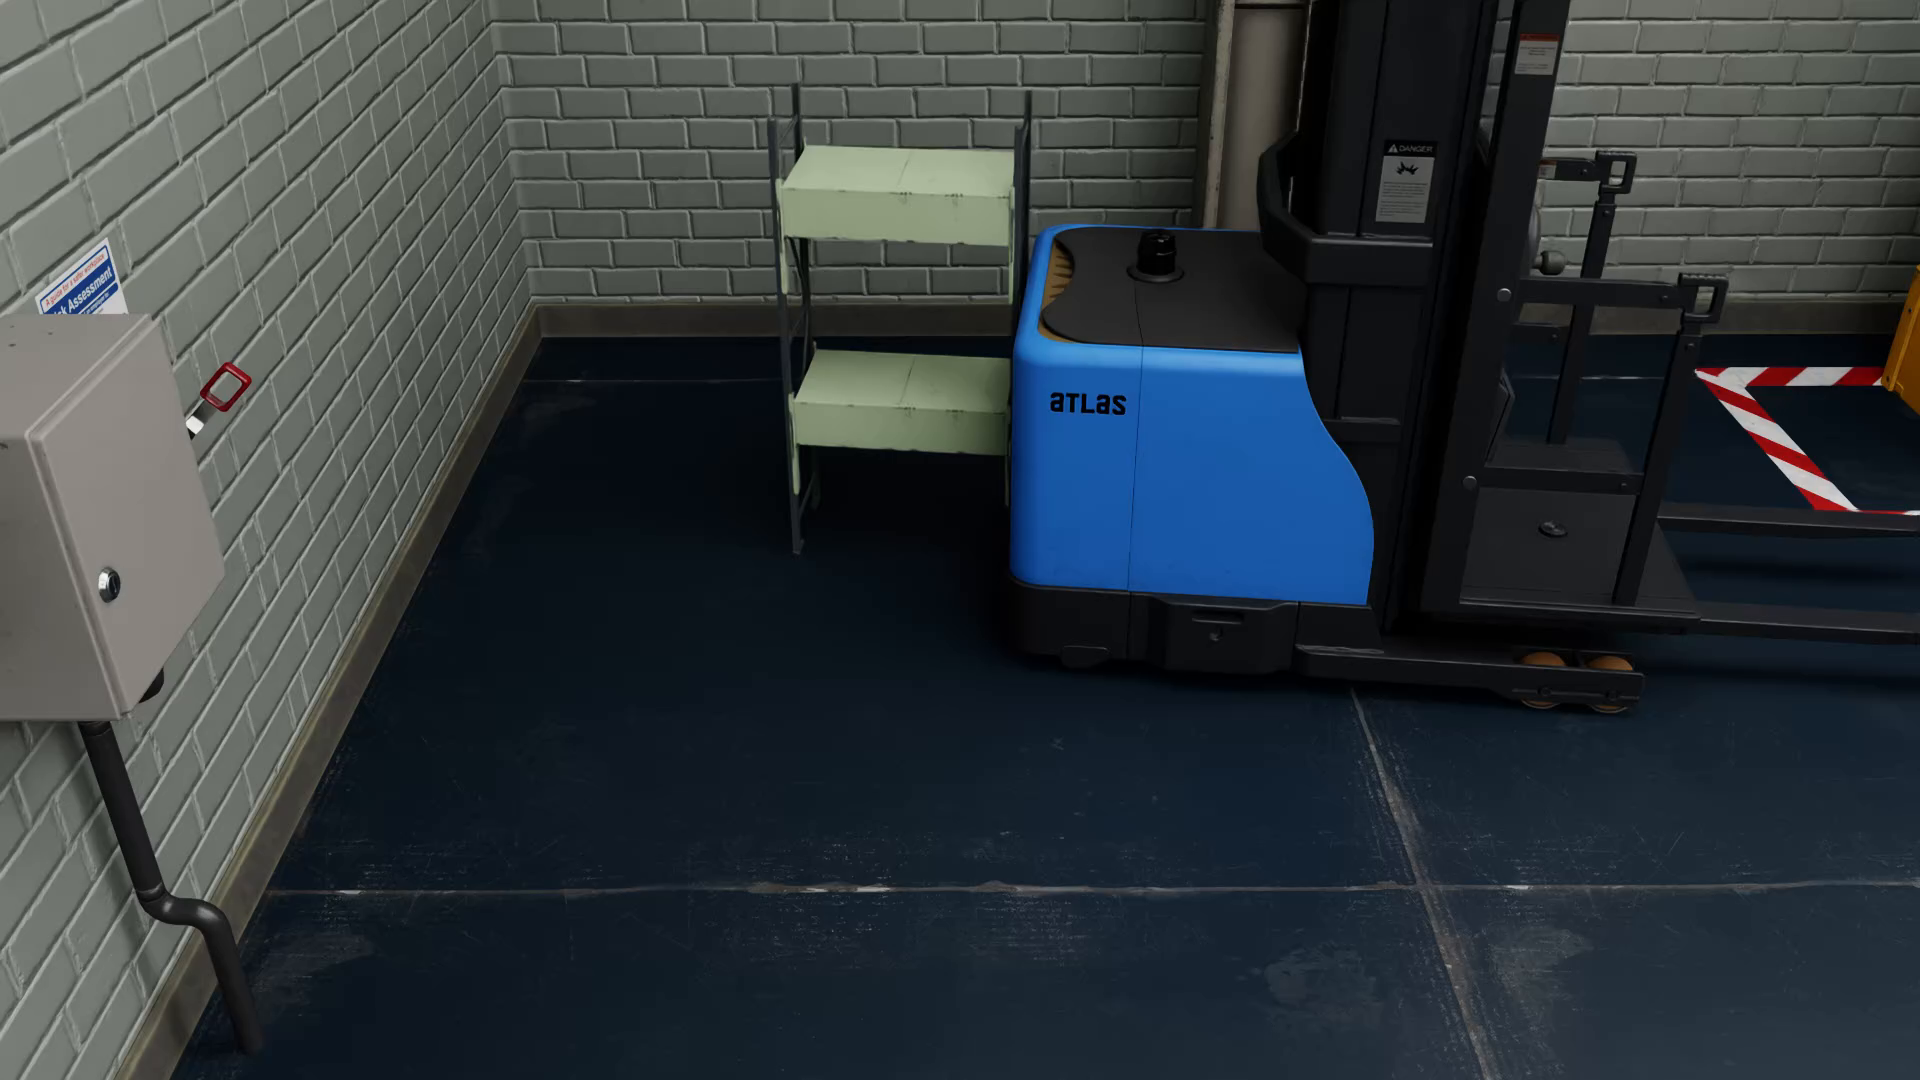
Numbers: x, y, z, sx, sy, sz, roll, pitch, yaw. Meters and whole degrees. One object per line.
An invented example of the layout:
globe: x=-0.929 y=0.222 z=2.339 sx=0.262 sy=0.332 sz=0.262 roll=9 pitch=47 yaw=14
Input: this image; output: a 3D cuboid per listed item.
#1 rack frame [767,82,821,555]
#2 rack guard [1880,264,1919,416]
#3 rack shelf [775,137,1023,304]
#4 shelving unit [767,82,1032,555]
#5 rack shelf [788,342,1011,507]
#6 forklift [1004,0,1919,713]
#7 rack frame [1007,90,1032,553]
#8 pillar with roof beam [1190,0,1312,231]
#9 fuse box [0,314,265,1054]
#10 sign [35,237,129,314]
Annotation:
rack frame: x=-0.536 y=-0.695 z=5.449 sx=0.023 sy=1.500 sz=0.400 roll=3 pitch=31 yaw=5
rack guard: x=3.944 y=-0.580 z=6.224 sx=0.348 sy=0.500 sz=1.175 roll=0 pitch=31 yaw=0
rack shelf: x=-0.173 y=-1.007 z=5.212 sx=0.720 sy=0.370 sz=0.431 roll=3 pitch=31 yaw=5
shelving unit: x=-0.173 y=-0.673 z=5.414 sx=0.755 sy=1.500 sz=0.431 roll=3 pitch=31 yaw=5
rack shelf: x=-0.173 y=-0.395 z=5.583 sx=0.720 sy=0.370 sz=0.431 roll=3 pitch=31 yaw=5
forklift: x=1.688 y=-1.034 z=4.629 sx=3.031 sy=2.935 sz=1.130 roll=3 pitch=31 yaw=5
rack frame: x=0.191 y=-0.652 z=5.379 sx=0.023 sy=1.500 sz=0.400 roll=3 pitch=31 yaw=5
pillar with roof beam: x=1.192 y=-2.439 z=1.095 sx=0.400 sy=9.000 sz=9.100 roll=0 pitch=31 yaw=0
fuse box: x=-1.604 y=0.417 z=3.414 sx=0.414 sy=1.711 sz=0.539 roll=0 pitch=31 yaw=0
sign: x=-1.814 y=-0.349 z=3.525 sx=0.001 sy=0.494 sz=0.329 roll=0 pitch=31 yaw=0
